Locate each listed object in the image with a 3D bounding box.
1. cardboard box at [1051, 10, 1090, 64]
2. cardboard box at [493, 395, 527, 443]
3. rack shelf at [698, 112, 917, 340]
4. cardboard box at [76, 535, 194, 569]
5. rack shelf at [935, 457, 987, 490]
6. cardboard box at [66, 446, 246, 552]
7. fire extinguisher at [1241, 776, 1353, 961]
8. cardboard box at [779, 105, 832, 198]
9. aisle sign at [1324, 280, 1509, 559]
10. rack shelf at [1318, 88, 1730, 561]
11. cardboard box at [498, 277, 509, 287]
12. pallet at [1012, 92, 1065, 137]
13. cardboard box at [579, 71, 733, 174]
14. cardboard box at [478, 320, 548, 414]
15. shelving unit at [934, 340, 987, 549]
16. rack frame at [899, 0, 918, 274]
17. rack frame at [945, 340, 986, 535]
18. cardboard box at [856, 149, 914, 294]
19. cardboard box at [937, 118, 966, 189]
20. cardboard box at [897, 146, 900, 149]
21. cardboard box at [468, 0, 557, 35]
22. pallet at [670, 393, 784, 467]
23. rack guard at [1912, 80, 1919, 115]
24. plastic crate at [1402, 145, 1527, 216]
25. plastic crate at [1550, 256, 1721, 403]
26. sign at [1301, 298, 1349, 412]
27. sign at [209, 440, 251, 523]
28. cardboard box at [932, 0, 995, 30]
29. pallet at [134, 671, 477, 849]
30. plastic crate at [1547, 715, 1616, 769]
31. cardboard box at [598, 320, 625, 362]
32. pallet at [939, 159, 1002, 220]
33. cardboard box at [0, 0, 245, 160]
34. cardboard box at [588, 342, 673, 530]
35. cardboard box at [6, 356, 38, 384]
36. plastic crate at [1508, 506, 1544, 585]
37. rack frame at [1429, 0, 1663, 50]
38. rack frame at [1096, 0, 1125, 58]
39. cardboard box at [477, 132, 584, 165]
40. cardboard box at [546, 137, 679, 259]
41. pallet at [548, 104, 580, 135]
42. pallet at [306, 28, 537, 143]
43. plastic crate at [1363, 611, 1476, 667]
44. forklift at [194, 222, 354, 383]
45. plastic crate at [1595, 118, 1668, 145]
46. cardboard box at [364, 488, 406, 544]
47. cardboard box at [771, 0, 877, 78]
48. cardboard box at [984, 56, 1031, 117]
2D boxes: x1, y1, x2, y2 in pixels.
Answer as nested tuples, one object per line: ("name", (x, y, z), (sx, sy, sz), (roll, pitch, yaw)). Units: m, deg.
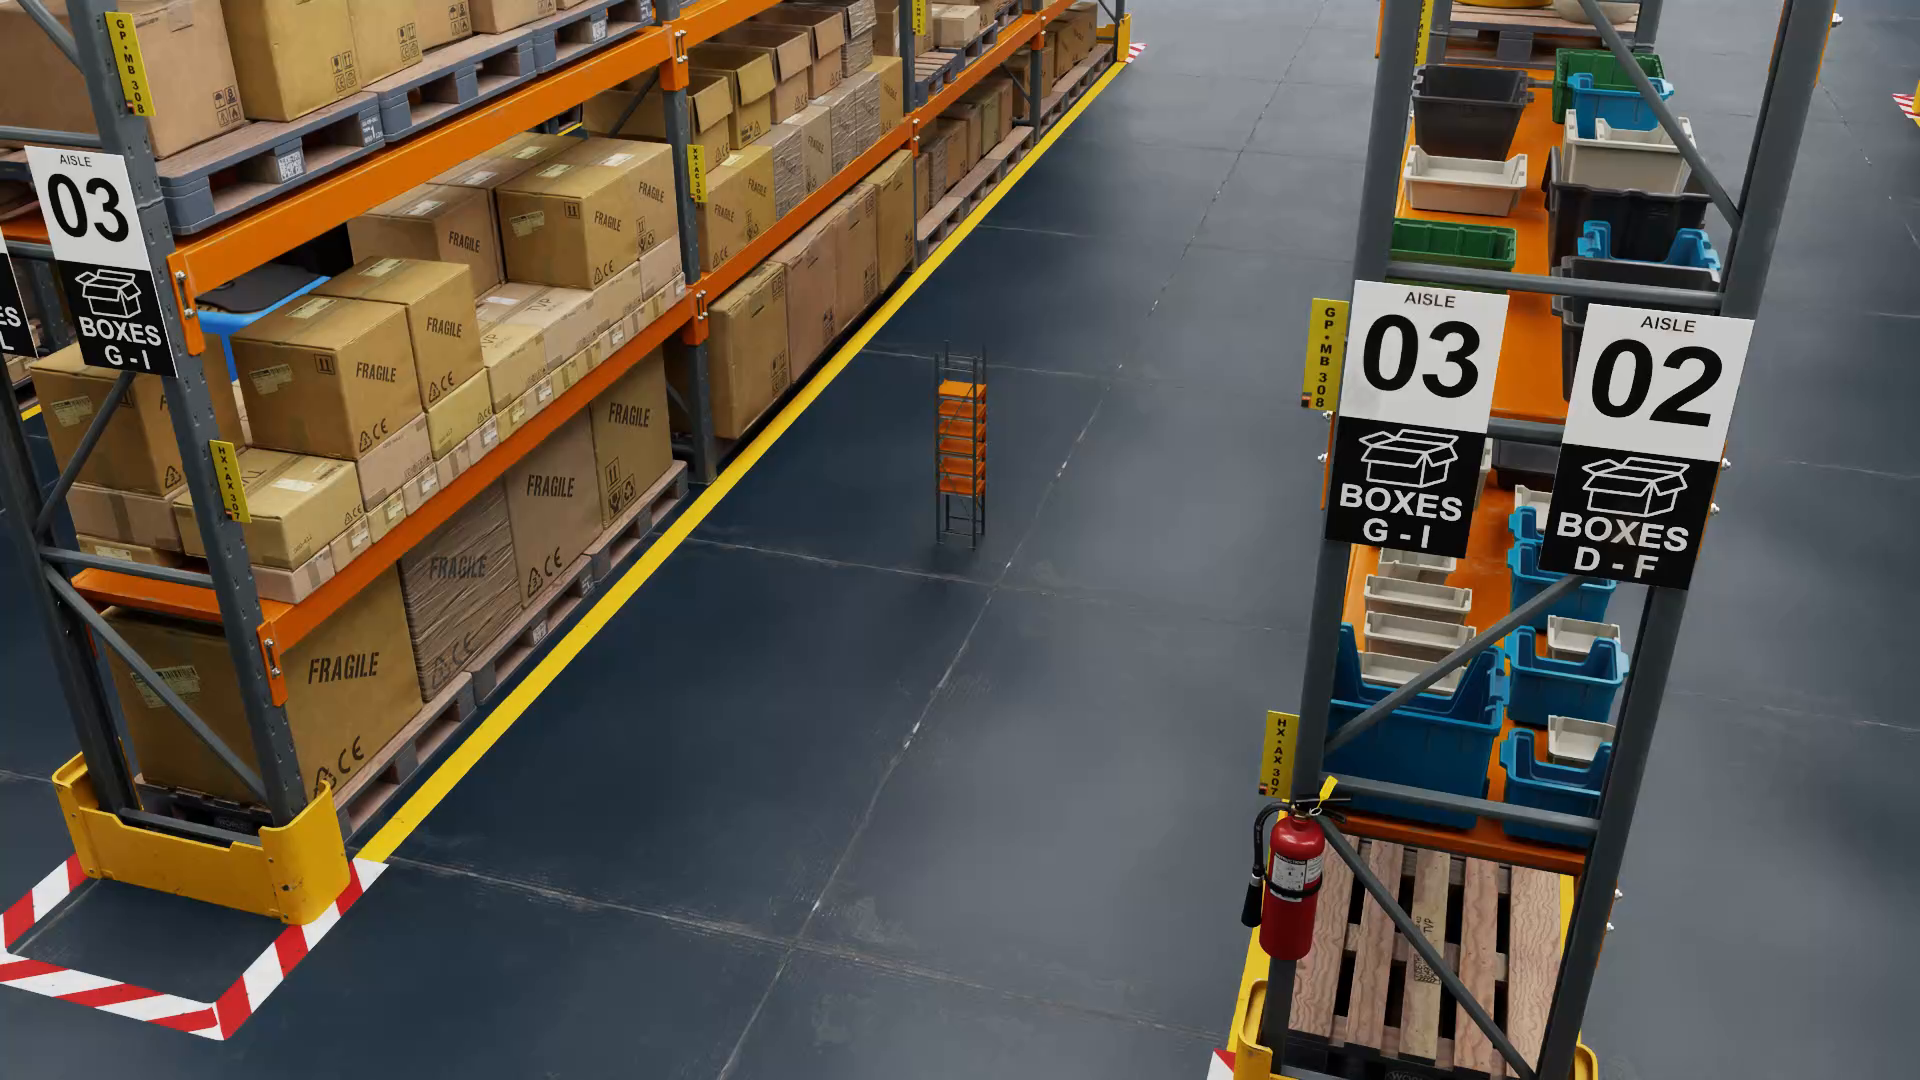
("cardboard box", (1.161, -5.837, 19.296), (0.500, 0.500, 0.500), (17, 33, 28))
("cardboard box", (-2.324, -0.604, 8.008), (0.380, 0.149, 0.250), (8, 30, 14))
("rack shelf", (-1.433, -2.355, 11.637), (1.077, 0.370, 4.000), (8, 30, 15))
("cardboard box", (-3.404, 0.017, 6.893), (0.380, 0.149, 0.250), (9, 30, 16))
("rack shelf", (0.004, -0.387, 9.550), (0.258, 0.103, 0.180), (8, 30, 15))
("cardboard box", (-3.305, -0.208, 6.887), (0.500, 0.250, 0.500), (8, 30, 14))
("fire extinguisher", (1.062, 1.028, 5.280), (0.296, 0.674, 0.183), (8, 30, 15))
("cardboard box", (-1.205, -2.669, 11.359), (0.500, 0.500, 0.500), (9, 30, 16))
("aisle sign", (1.240, -0.318, 4.563), (0.394, 0.787, 0.004), (8, 30, 15))
("rack shelf", (2.128, -1.100, 6.296), (1.077, 0.370, 4.000), (8, 30, 15))
("cardboard box", (-2.559, -1.393, 9.016), (0.500, 0.250, 0.500), (8, 30, 15))
("pallet", (0.492, -4.556, 17.723), (1.003, 0.211, 1.213), (8, 30, 15))
("cardboard box", (-1.840, -2.520, 10.059), (0.797, 0.503, 0.637), (8, 30, 14))
("cardboard box", (-2.349, -0.848, 8.038), (0.500, 0.250, 0.500), (8, 30, 14))
("shelving unit", (0.004, -0.531, 9.470), (0.258, 1.200, 0.189), (8, 30, 15))
("rack frame", (-0.846, -3.598, 13.133), (1.000, 3.000, 0.127), (8, 30, 15))
("rack frame", (0.031, -0.574, 9.547), (0.240, 1.200, 0.006), (8, 30, 15))
("cardboard box", (-1.068, -2.536, 12.976), (1.225, 0.875, 0.875), (7, 30, 13))
("cardboard box", (-0.358, -3.537, 15.141), (0.700, 0.500, 0.500), (11, 31, 19))
("cardboard box", (-0.678, -3.342, 14.019), (0.500, 0.250, 0.500), (10, 31, 17))
("cardboard box", (-2.354, -2.700, 7.794), (0.700, 0.500, 0.500), (10, 31, 17))
("pallet", (-1.865, -0.890, 11.133), (1.003, 0.211, 1.213), (8, 30, 15))
("rack guard", (10.979, -4.820, 17.900), (1.175, 0.500, 0.348), (8, 30, 15))
("plastic crate", (1.910, -1.365, 6.304), (0.437, 0.136, 0.530), (8, 30, 15))
("plastic crate", (1.921, -0.567, 4.732), (0.497, 0.269, 0.590), (8, 30, 15))
("sign", (1.010, -0.510, 4.603), (0.100, 0.325, 0.005), (8, 30, 15))
("sign", (-2.665, -0.212, 6.073), (0.100, 0.325, 0.005), (8, 30, 15))
("cardboard box", (-0.092, -4.867, 14.876), (0.797, 0.503, 0.637), (12, 31, 20))
("pallet", (-3.034, 0.955, 7.816), (1.003, 0.211, 1.213), (8, 30, 15))
("plastic crate", (2.102, 0.710, 5.598), (0.250, 0.136, 0.298), (8, 30, 15))
("cardboard box", (-2.022, -1.083, 8.870), (0.380, 0.149, 0.250), (9, 30, 16))
("pallet", (-0.255, -3.308, 15.479), (1.003, 0.211, 1.213), (8, 30, 15))
("cardboard box", (-3.092, -1.712, 6.018), (0.700, 0.500, 0.500), (7, 30, 12))
("cardboard box", (-2.290, -0.699, 9.675), (0.875, 0.875, 0.875), (8, 30, 15))
("cardboard box", (-6.521, -1.201, 11.324), (0.380, 0.149, 0.250), (9, 30, 16))
("plastic crate", (2.403, 0.054, 6.678), (0.416, 0.233, 0.300), (8, 30, 15))
("rack frame", (2.715, -3.654, 7.063), (1.000, 3.000, 0.127), (8, 30, 15))
("rack frame", (1.503, -7.316, 19.816), (1.000, 3.000, 0.127), (8, 30, 15))
("cardboard box", (-2.405, -1.946, 9.239), (0.500, 0.500, 0.500), (8, 30, 15))
("cardboard box", (-1.899, -1.880, 9.121), (0.500, 0.500, 0.500), (9, 30, 16))
("pallet", (-4.538, -4.624, 17.845), (1.003, 0.211, 1.213), (8, 30, 15))
("pallet", (-2.630, -2.068, 7.387), (1.003, 0.211, 1.213), (8, 30, 15))
("plastic crate", (1.706, 0.378, 6.195), (0.396, 0.136, 0.243), (8, 30, 15))
("forklift", (-4.313, -2.416, 11.079), (1.130, 2.935, 3.031), (7, 30, 12))
("plastic crate", (2.706, -1.583, 6.696), (0.293, 0.136, 0.466), (8, 30, 15))
("cardboard box", (-2.625, -0.127, 7.152), (0.380, 0.149, 0.250), (8, 30, 14))
("cardboard box", (-1.076, -3.743, 12.258), (0.797, 0.503, 0.637), (10, 30, 17))
("cardboard box", (0.484, -4.729, 17.304), (0.500, 0.500, 0.500), (8, 30, 13))
